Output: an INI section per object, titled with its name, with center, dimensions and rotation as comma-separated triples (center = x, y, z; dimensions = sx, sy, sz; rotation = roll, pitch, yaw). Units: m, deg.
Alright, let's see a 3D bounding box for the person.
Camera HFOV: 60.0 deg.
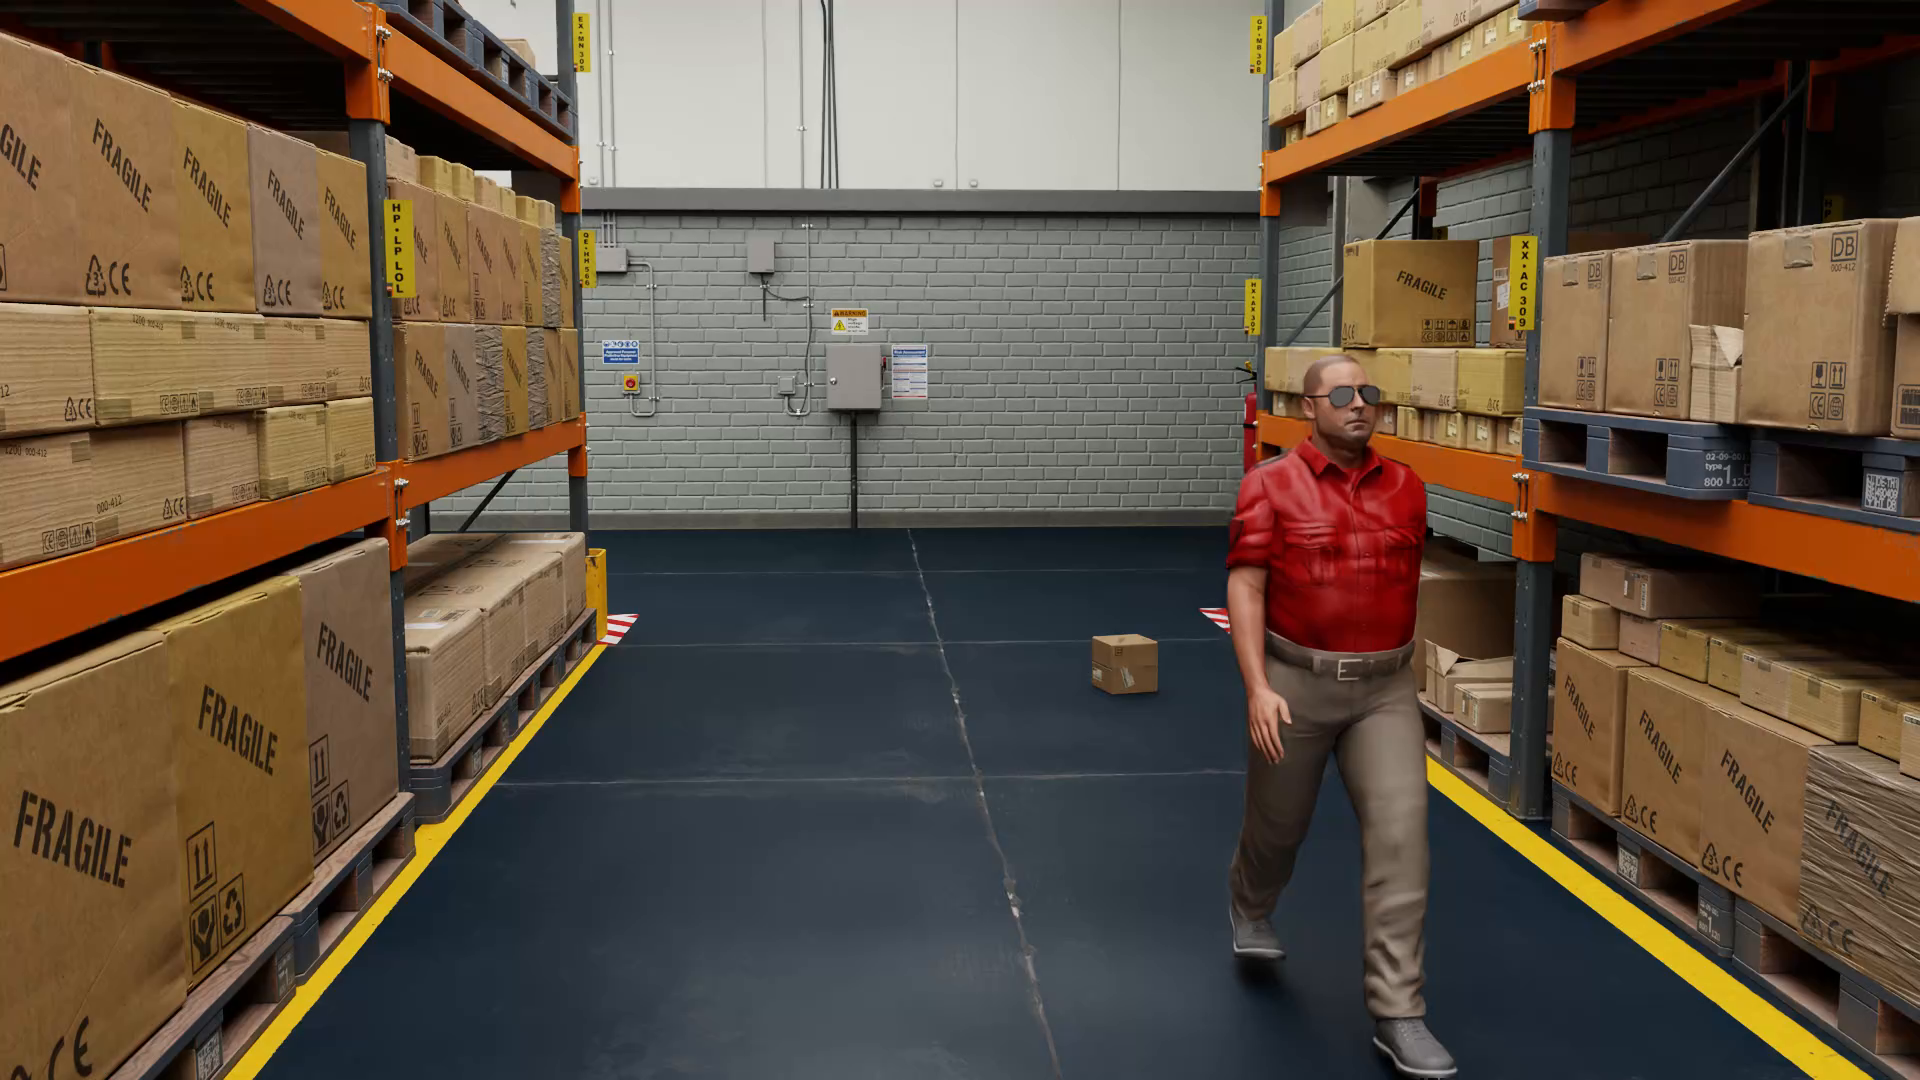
[person]
center = 0.925, 0.378, 4.156
dimensions = 0.539, 1.677, 1.027
rotation = -1, 7, -5
